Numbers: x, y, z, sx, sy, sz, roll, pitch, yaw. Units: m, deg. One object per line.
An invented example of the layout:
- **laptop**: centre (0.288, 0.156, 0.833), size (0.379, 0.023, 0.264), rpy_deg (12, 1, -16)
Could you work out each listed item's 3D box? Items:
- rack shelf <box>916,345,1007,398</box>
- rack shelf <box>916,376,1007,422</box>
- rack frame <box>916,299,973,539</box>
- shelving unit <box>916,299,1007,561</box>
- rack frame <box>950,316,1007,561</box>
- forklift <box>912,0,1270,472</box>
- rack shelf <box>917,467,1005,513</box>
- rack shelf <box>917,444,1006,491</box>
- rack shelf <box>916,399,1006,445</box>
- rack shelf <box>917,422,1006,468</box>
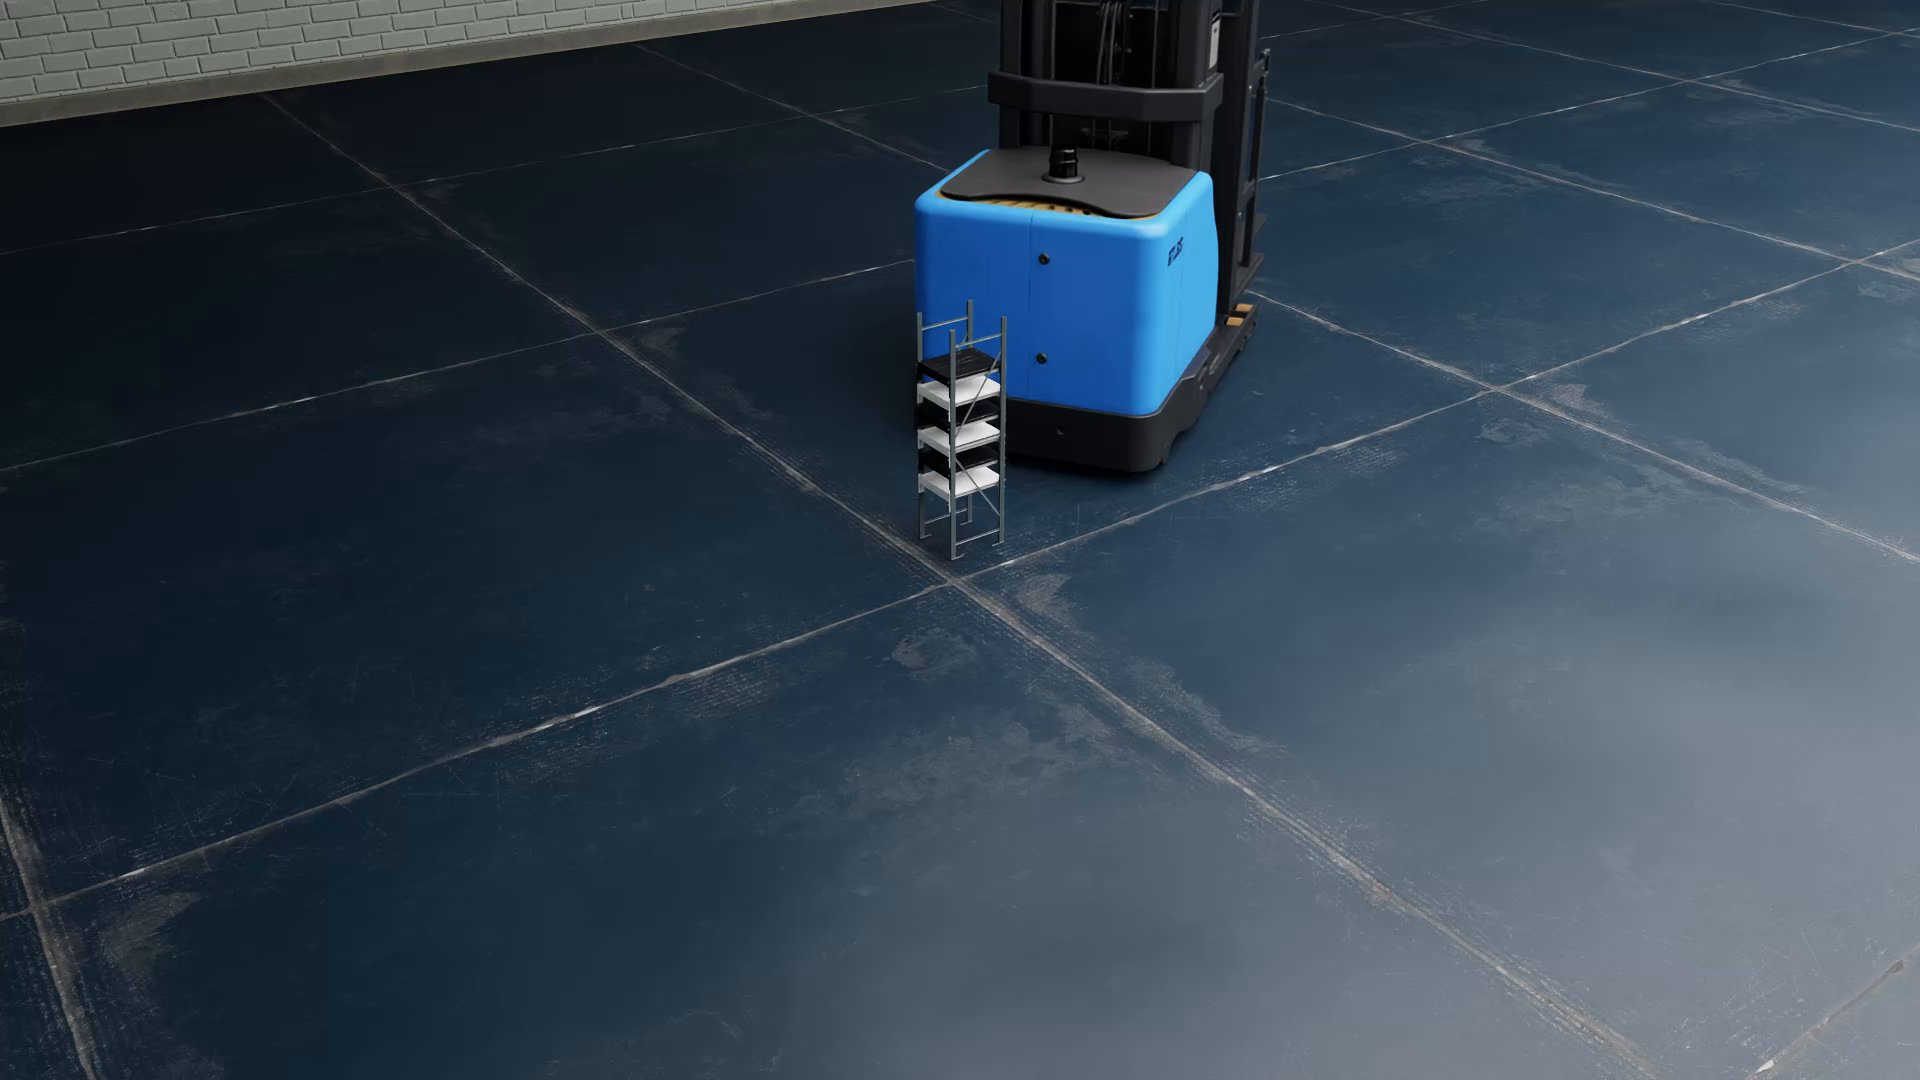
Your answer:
- **rack shelf**: centre (0.005, -0.600, 5.916), size (0.258, 0.077, 0.200), rpy_deg (-19, 34, -31)
- **rack shelf**: centre (0.005, -0.521, 5.959), size (0.258, 0.077, 0.200), rpy_deg (-19, 34, -31)
- **rack frame**: centre (-0.054, -0.432, 6.102), size (0.240, 0.900, 0.006), rpy_deg (-19, 34, -31)
- **shelving unit**: centre (0.005, -0.392, 6.029), size (0.258, 0.900, 0.210), rpy_deg (-19, 34, -31)
- **rack frame**: centre (0.064, -0.353, 5.957), size (0.240, 0.900, 0.006), rpy_deg (-19, 34, -31)
- **forklift**: centre (0.806, -2.242, 7.307), size (1.130, 2.935, 3.031), rpy_deg (10, 30, 18)
- **rack shelf**: centre (0.005, -0.205, 6.131), size (0.258, 0.077, 0.200), rpy_deg (-19, 34, -31)
- **rack shelf**: centre (0.005, -0.284, 6.088), size (0.258, 0.077, 0.200), rpy_deg (-19, 34, -31)
- **rack shelf**: centre (0.005, -0.442, 6.002), size (0.258, 0.077, 0.200), rpy_deg (-19, 34, -31)
- **rack shelf**: centre (0.005, -0.363, 6.045), size (0.258, 0.077, 0.200), rpy_deg (-19, 34, -31)
